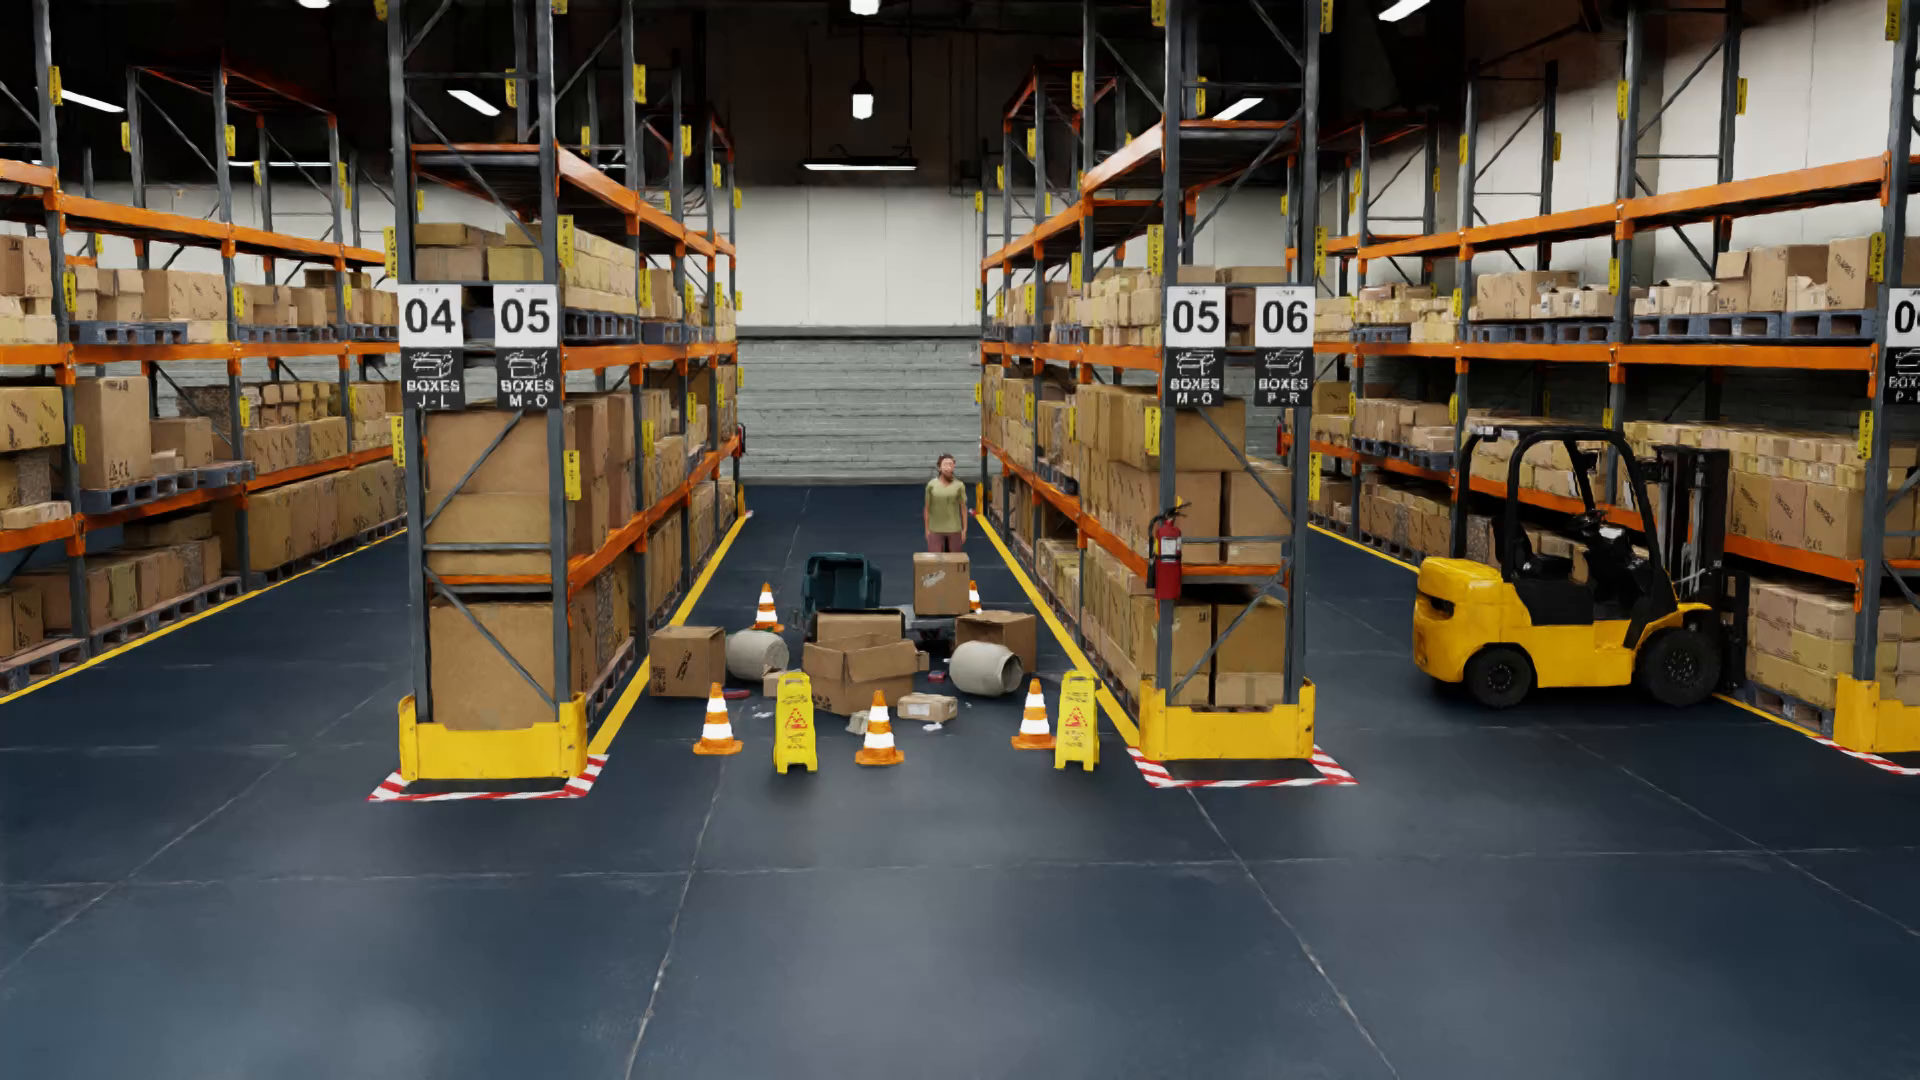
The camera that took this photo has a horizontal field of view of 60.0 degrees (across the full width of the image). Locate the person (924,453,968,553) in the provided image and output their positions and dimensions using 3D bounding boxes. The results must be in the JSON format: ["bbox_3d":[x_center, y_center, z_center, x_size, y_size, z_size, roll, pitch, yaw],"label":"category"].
[{"bbox_3d":[-0.146,-0.073,17.375,0.462,1.670,0.418,0,7,-3],"label":"person"}]
